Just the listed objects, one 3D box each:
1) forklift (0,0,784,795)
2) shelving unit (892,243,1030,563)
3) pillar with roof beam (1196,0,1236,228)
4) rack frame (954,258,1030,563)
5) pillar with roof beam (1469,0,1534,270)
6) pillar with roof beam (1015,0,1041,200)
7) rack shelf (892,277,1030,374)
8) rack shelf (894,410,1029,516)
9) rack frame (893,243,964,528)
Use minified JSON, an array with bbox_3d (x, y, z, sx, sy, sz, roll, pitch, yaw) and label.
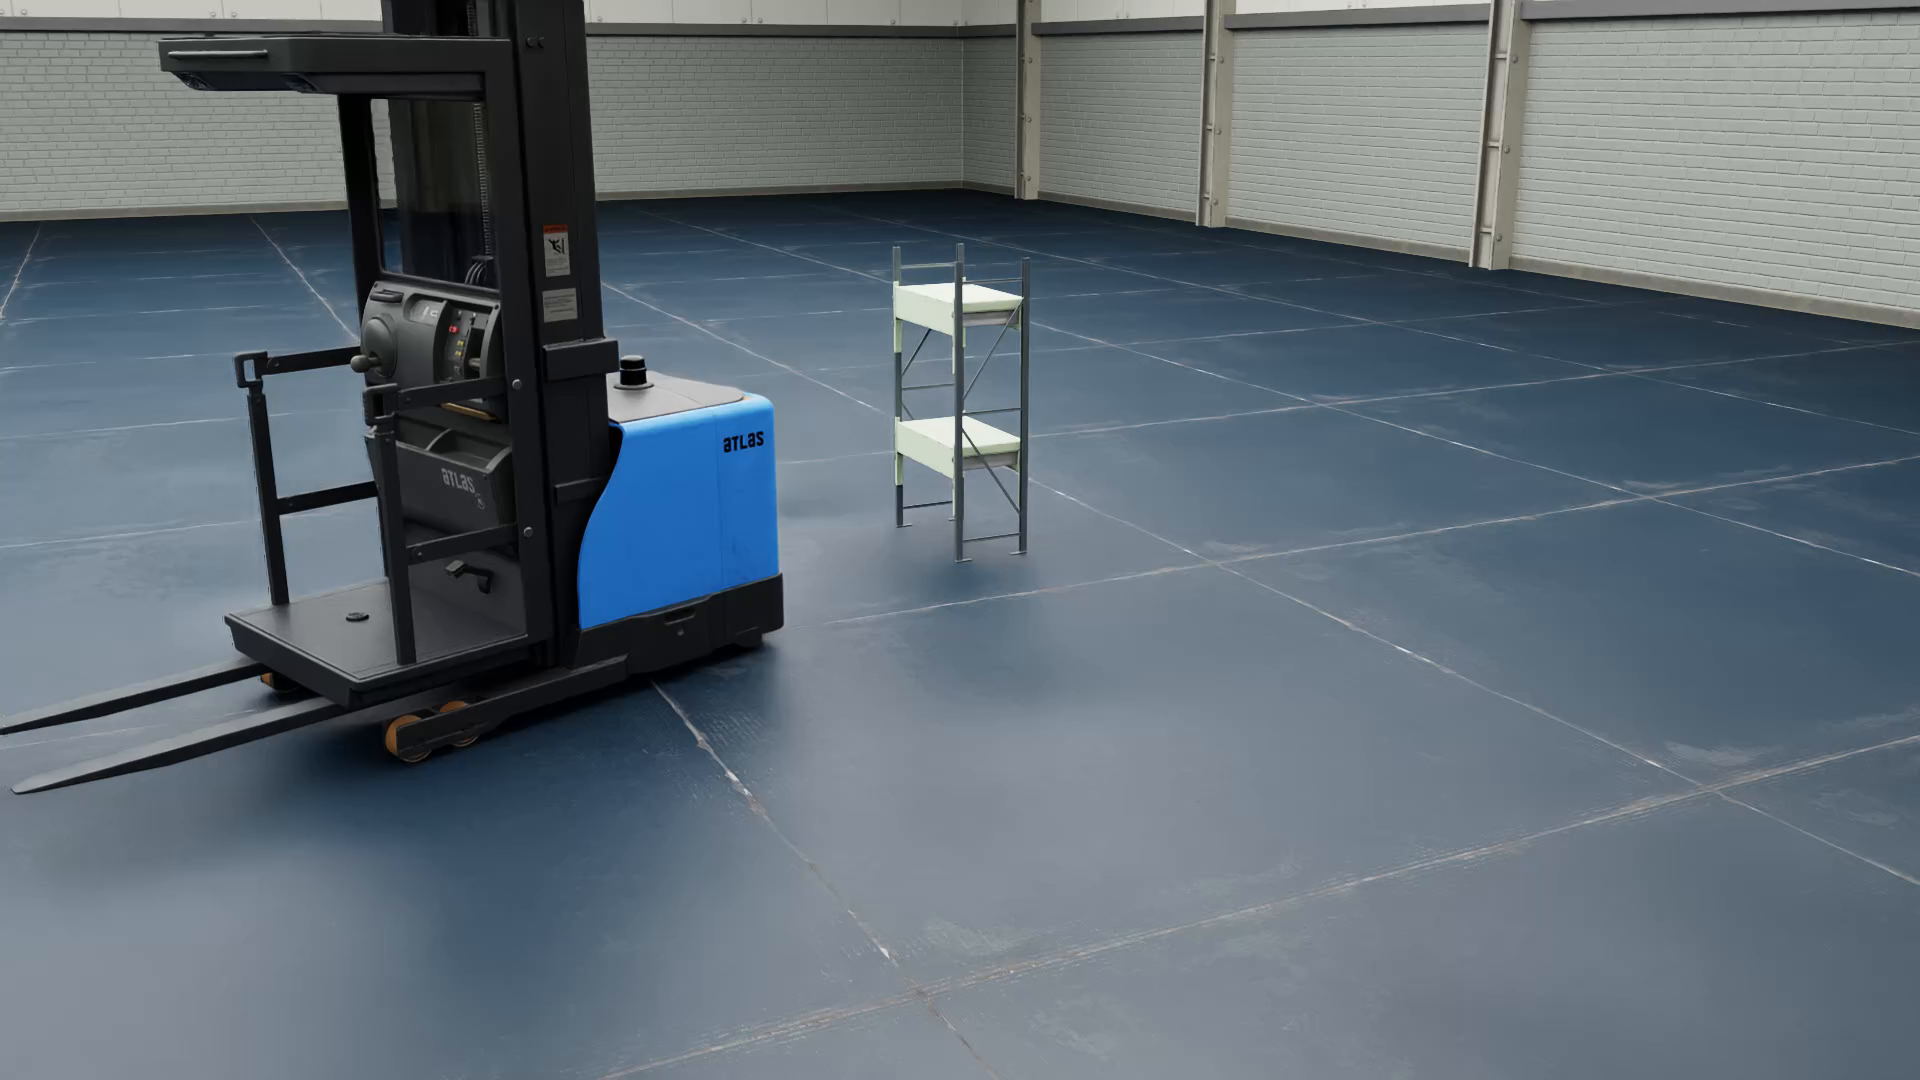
[{"bbox_3d":[-2.142,-0.770,6.119,1.130,2.935,3.031,15,22,41],"label":"forklift"},{"bbox_3d":[-0.003,-0.723,8.550,0.431,1.500,0.755,-8,18,-25],"label":"shelving unit"},{"bbox_3d":[-0.005,-8.636,22.530,9.100,9.000,0.400,-8,18,-25],"label":"pillar with roof beam"},{"bbox_3d":[0.157,-0.632,8.233,0.400,1.500,0.023,-8,18,-25],"label":"rack frame"},{"bbox_3d":[2.624,-7.148,17.346,9.100,9.000,0.400,-8,18,-25],"label":"pillar with roof beam"},{"bbox_3d":[-2.633,-10.124,27.715,9.100,9.000,0.400,-8,18,-25],"label":"pillar with roof beam"},{"bbox_3d":[-0.003,-1.098,8.442,0.431,0.370,0.720,-8,18,-25],"label":"rack shelf"},{"bbox_3d":[-0.003,-0.409,8.639,0.431,0.370,0.720,-8,18,-25],"label":"rack shelf"},{"bbox_3d":[-0.163,-0.813,8.866,0.400,1.500,0.023,-8,18,-25],"label":"rack frame"}]
